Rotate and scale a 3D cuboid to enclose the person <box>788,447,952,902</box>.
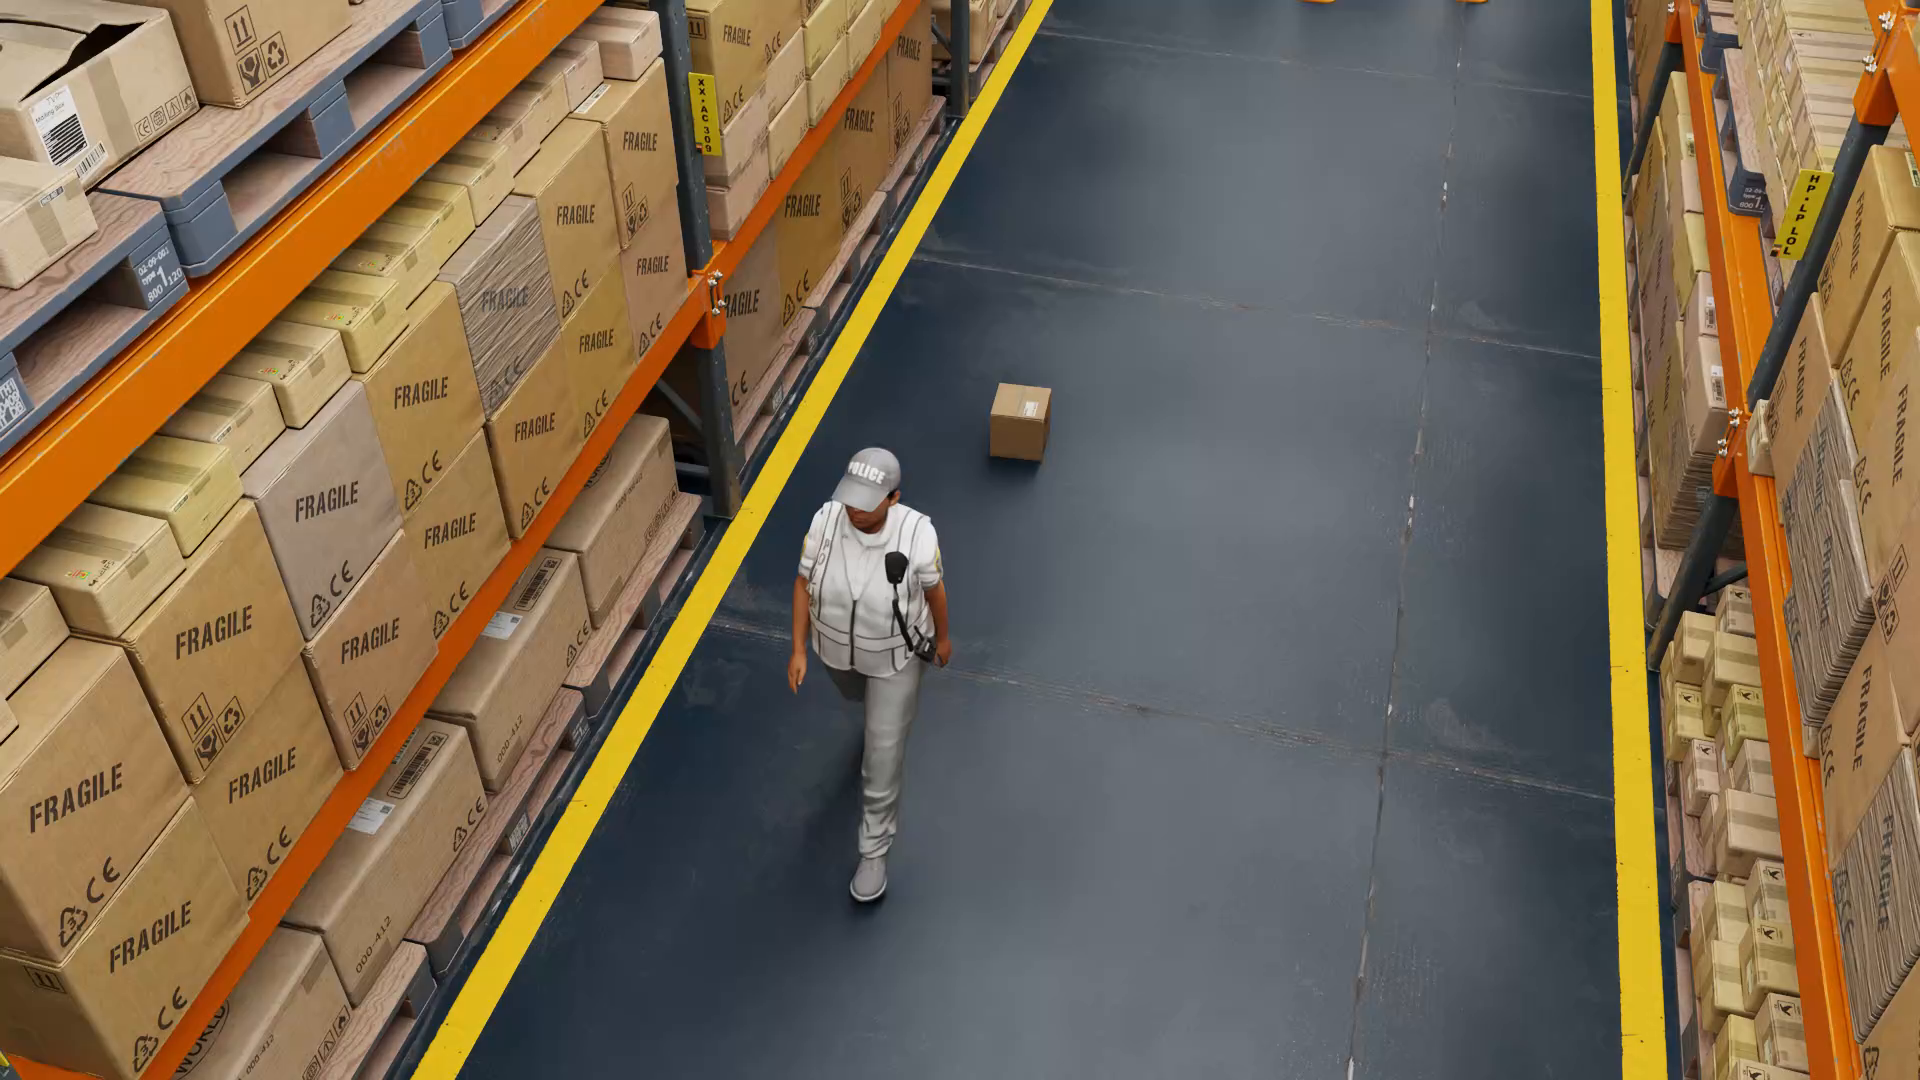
[{"bbox_3d":[-0.318,0.357,5.763,0.503,1.598,1.037,13,43,14],"label":"person"}]
